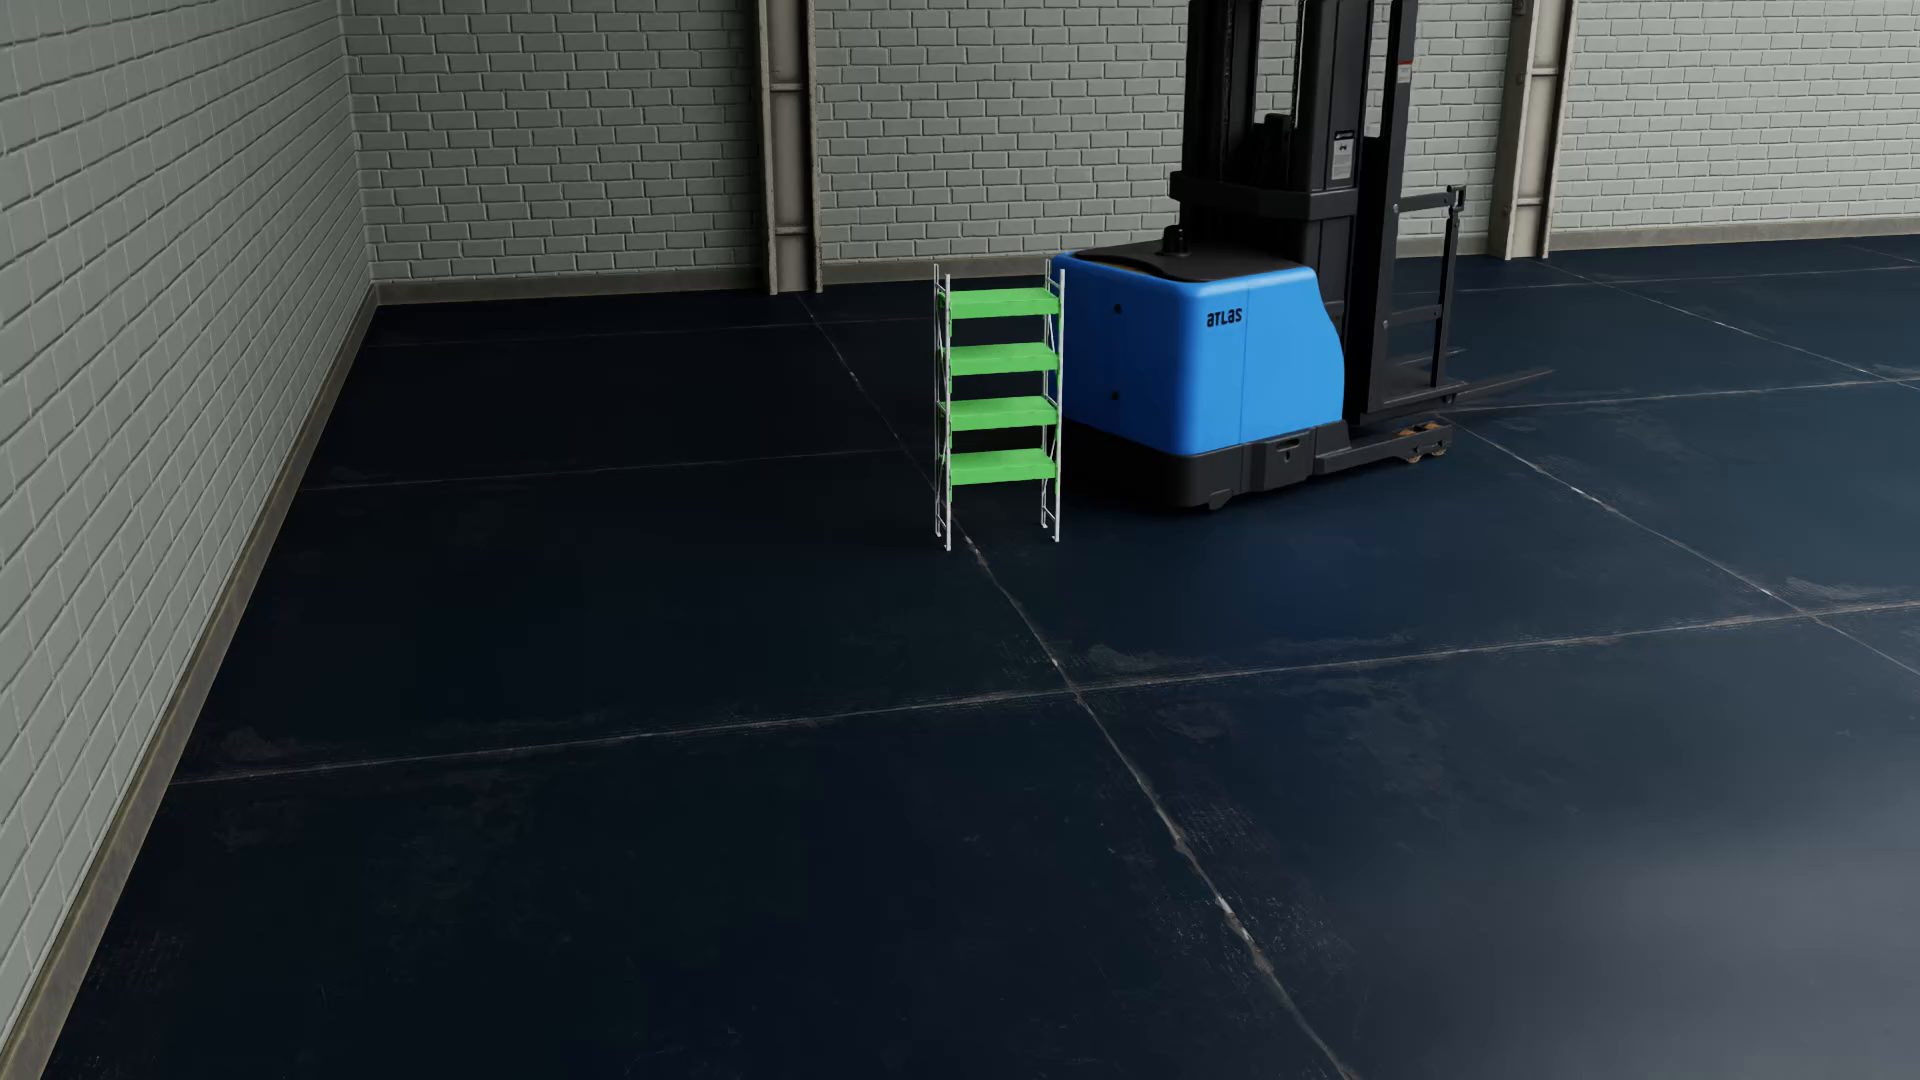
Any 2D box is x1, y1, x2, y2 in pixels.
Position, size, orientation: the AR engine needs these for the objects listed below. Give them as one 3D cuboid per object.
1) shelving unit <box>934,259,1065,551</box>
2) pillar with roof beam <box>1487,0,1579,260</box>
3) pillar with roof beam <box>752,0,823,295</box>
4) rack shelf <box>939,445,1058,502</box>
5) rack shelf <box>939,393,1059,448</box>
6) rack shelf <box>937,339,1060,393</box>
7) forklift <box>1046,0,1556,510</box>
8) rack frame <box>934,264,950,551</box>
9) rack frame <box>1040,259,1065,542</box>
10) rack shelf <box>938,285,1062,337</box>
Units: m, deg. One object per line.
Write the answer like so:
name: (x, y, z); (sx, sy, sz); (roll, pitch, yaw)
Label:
shelving unit: (0.161, -0.576, 7.144); (0.503, 1.200, 0.258); (-5, 21, -12)
pillar with roof beam: (5.584, -5.132, 8.243); (0.400, 9.000, 9.100); (-5, 21, -12)
pillar with roof beam: (-0.255, -4.657, 6.946); (0.400, 9.000, 9.100); (-5, 21, -12)
rack shelf: (0.161, -0.291, 7.248); (0.480, 0.148, 0.258); (-5, 21, -12)
rack shelf: (0.161, -0.516, 7.166); (0.480, 0.148, 0.258); (-5, 21, -12)
rack shelf: (0.161, -0.742, 7.083); (0.480, 0.148, 0.258); (-5, 21, -12)
forklift: (1.896, -1.895, 8.227); (3.031, 2.935, 1.130); (-14, 24, -34)
rack frame: (-0.076, -0.557, 7.091); (0.015, 1.200, 0.240); (-5, 21, -12)
rack frame: (0.399, -0.596, 7.197); (0.015, 1.200, 0.240); (-5, 21, -12)
rack shelf: (0.161, -0.967, 7.001); (0.480, 0.148, 0.258); (-5, 21, -12)
